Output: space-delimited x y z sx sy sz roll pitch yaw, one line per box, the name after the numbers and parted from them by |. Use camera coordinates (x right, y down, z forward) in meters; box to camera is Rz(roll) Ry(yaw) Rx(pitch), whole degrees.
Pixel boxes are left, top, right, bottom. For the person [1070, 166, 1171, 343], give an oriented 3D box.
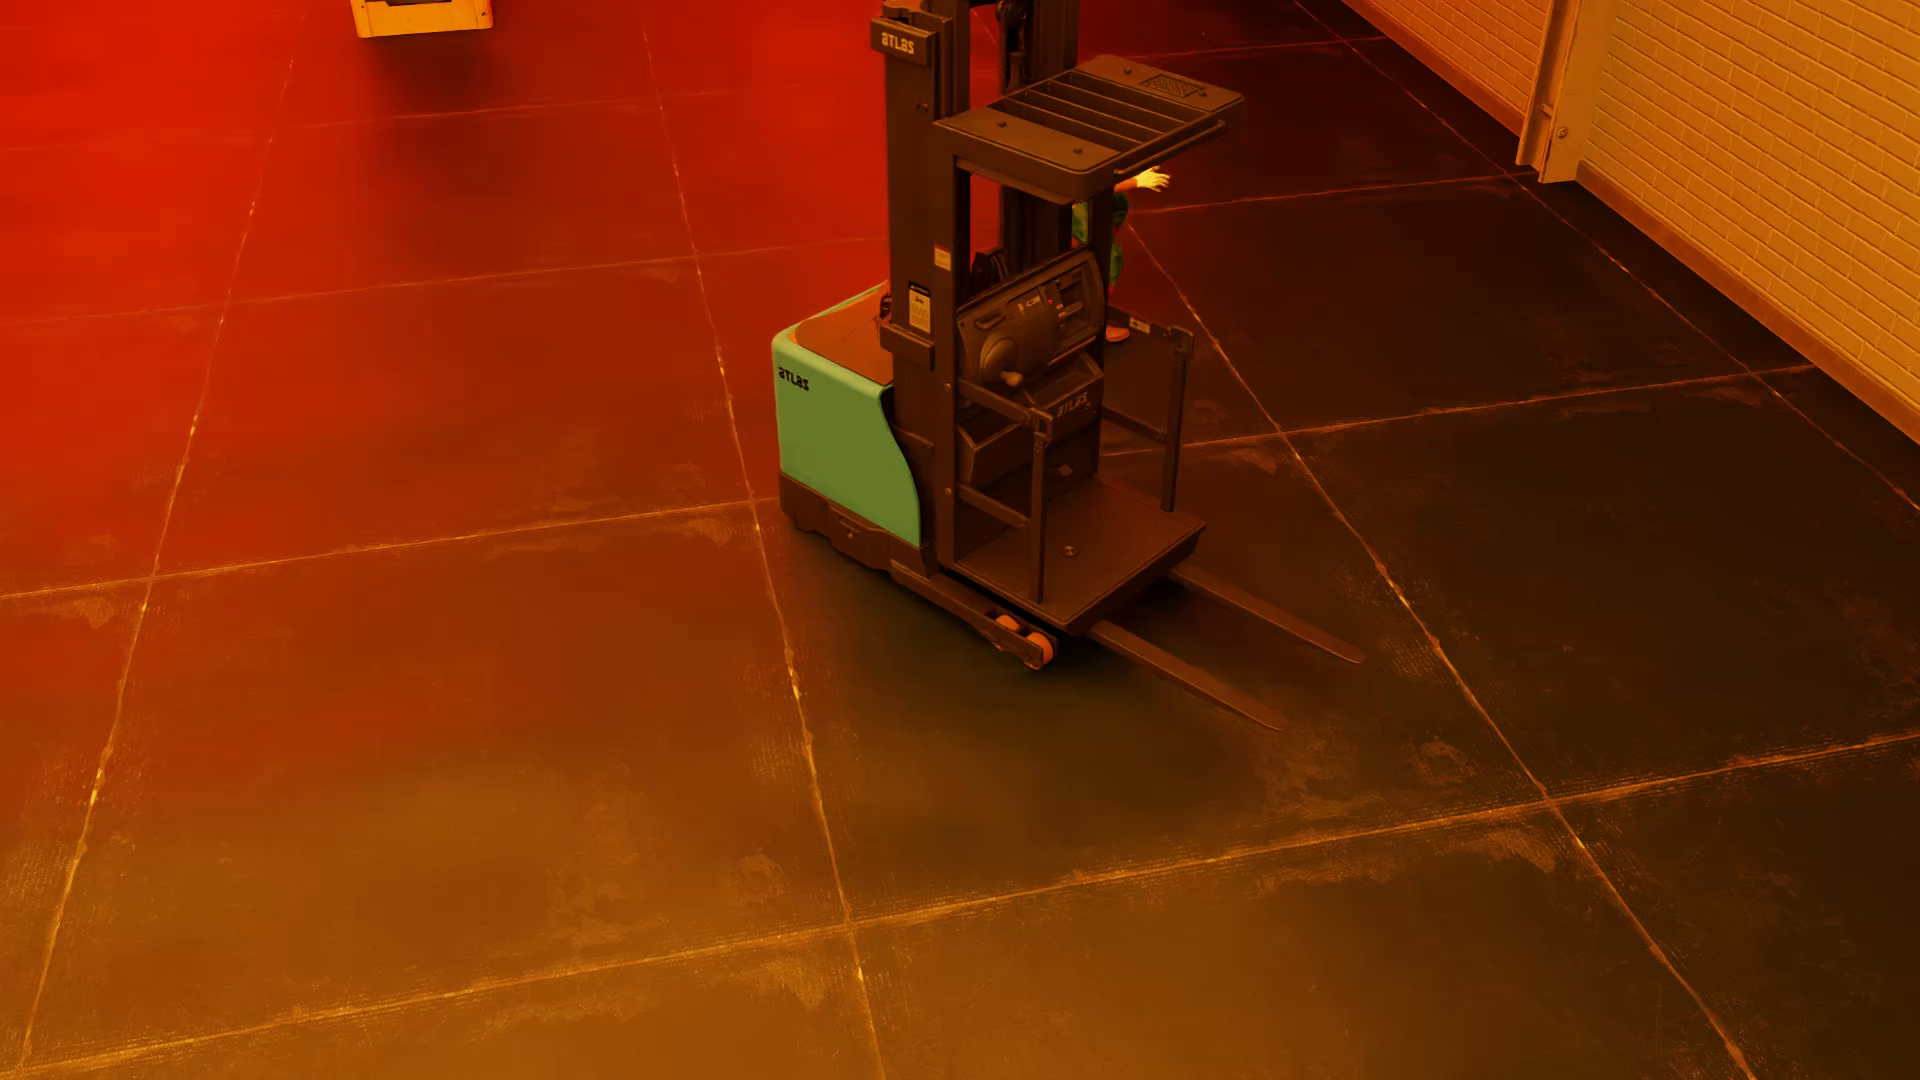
0.883 -2.132 10.194 0.787 1.557 1.010 4 36 5 | person

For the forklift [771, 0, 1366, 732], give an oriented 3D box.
0.484 -0.938 7.354 3.031 2.935 1.130 28 44 33 | forklift
